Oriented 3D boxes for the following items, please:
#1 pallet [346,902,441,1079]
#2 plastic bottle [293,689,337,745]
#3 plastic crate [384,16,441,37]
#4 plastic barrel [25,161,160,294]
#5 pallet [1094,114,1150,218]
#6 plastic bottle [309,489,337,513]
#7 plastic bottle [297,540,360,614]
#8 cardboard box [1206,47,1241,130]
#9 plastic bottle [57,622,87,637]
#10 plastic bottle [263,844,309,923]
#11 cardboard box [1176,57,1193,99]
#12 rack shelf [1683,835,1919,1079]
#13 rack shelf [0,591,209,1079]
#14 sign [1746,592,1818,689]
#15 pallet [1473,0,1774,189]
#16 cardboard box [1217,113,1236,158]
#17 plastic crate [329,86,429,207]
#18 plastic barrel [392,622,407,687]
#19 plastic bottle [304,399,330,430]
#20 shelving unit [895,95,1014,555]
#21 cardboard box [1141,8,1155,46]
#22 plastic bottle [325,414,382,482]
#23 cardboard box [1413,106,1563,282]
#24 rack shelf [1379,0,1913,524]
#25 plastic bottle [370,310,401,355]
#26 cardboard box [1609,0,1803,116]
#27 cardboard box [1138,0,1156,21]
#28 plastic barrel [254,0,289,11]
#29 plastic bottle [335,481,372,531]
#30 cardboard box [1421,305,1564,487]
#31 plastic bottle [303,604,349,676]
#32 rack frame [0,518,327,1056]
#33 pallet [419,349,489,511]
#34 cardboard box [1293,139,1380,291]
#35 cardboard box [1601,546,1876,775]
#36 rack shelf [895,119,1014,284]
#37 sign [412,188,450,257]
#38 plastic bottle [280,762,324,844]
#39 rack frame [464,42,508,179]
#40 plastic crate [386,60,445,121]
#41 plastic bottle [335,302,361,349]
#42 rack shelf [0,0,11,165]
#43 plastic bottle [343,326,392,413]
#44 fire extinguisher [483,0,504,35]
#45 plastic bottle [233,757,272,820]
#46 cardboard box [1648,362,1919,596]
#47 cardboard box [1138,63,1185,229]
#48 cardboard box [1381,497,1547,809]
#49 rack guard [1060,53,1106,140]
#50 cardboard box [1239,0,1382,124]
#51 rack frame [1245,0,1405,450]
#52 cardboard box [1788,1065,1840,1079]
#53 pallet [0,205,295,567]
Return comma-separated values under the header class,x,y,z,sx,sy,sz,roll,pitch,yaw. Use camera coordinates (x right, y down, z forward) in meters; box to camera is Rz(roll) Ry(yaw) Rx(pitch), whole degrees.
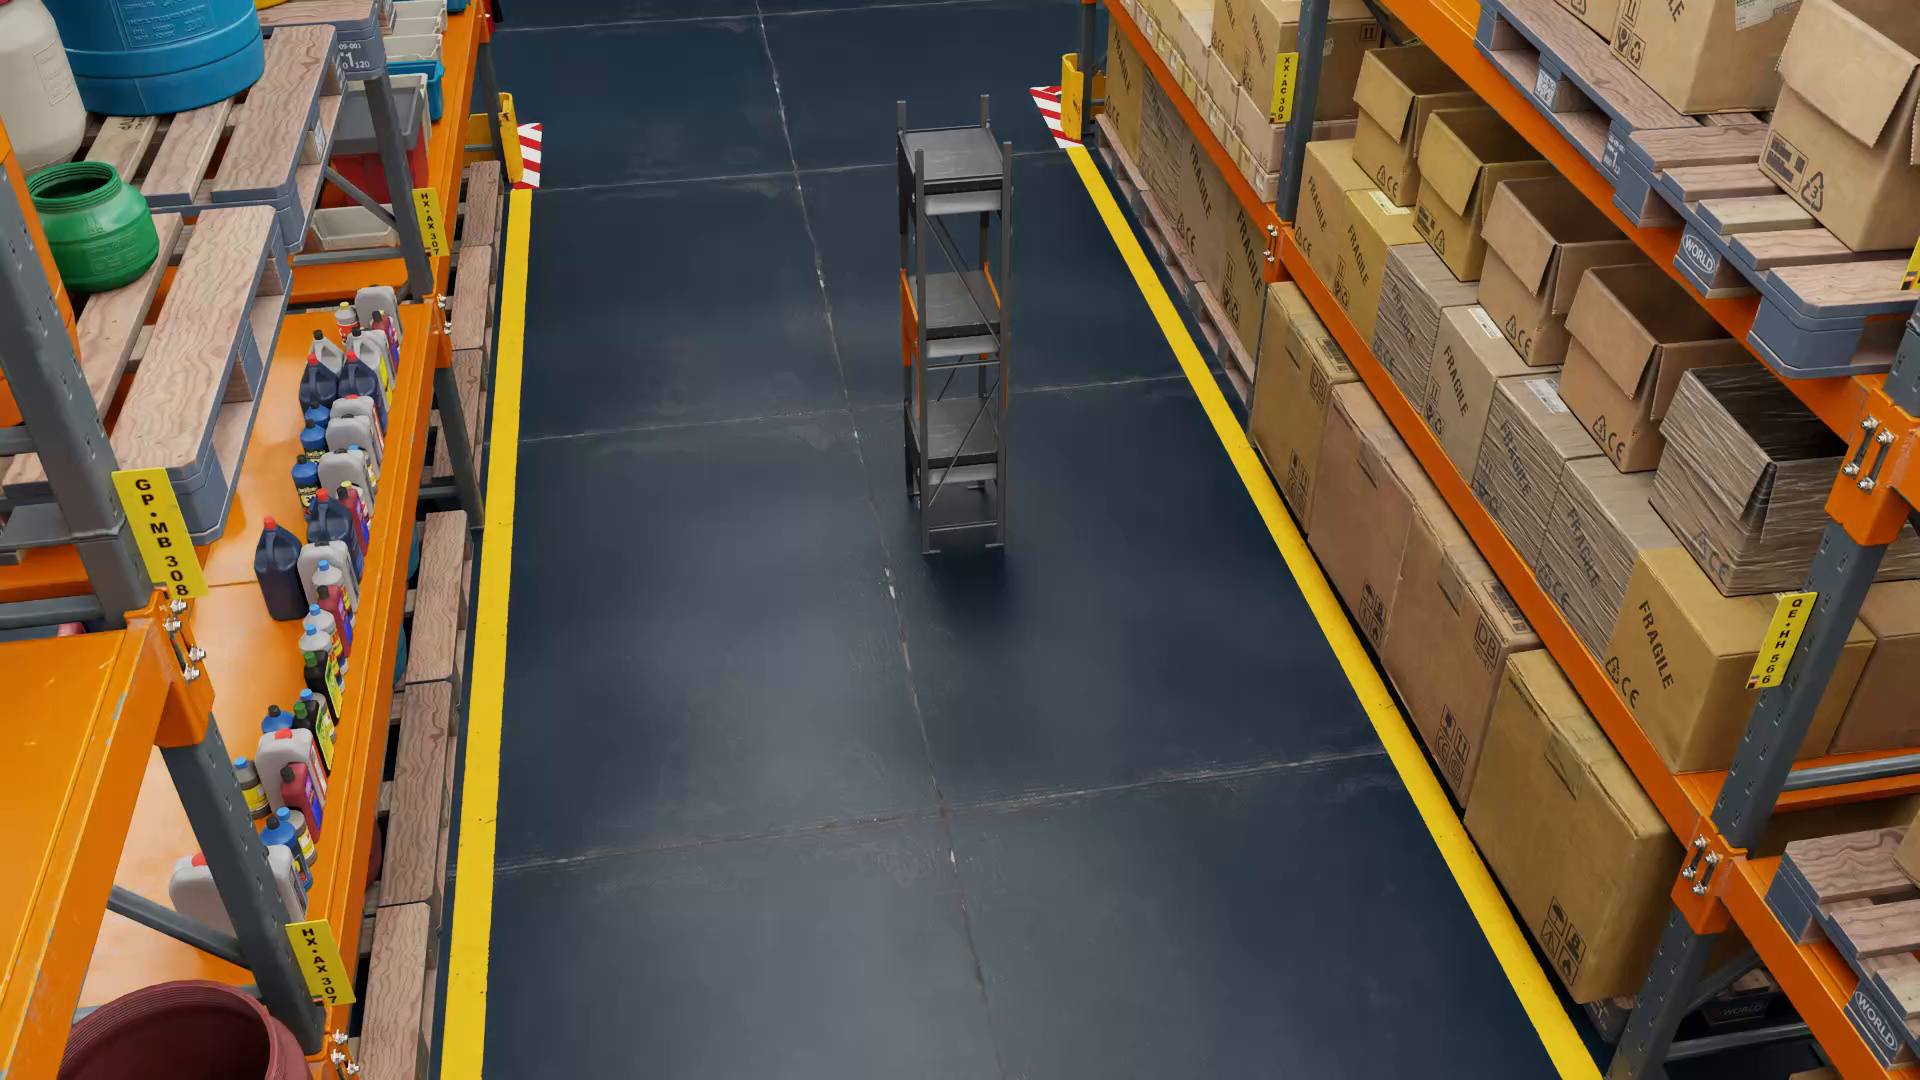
class,x,y,z,sx,sy,sz,roll,pitch,yaw
pallet,-2.330,1.828,5.625,1.003,0.211,1.213,-6,38,-8
plastic bottle,-2.007,0.548,5.162,0.097,0.201,0.097,0,38,0
plastic crate,-3.196,-2.904,9.608,0.396,0.136,0.243,-6,38,-8
plastic barrel,-2.111,-0.755,4.017,0.294,0.245,0.294,0,38,0
pallet,1.540,-2.591,11.313,1.003,0.211,1.213,-6,38,-8
plastic bottle,-2.238,-0.063,5.891,0.097,0.271,0.097,0,38,0
plastic bottle,-2.152,0.114,5.660,0.152,0.276,0.135,-6,38,-8
cardboard box,1.595,-2.359,8.622,0.500,0.250,0.500,-5,38,-7
plastic bottle,-2.843,0.356,5.342,0.061,0.283,0.133,-6,38,-8
plastic bottle,-1.909,0.951,4.582,0.152,0.276,0.135,-6,38,-8
cardboard box,1.422,-2.576,9.226,0.380,0.149,0.250,-7,38,-9
rack shelf,3.076,2.158,3.514,1.077,0.370,4.000,-6,38,-8
rack shelf,-1.801,1.506,1.908,1.077,0.370,4.000,-6,38,-8
sign,2.179,0.270,4.414,0.100,0.325,0.005,-6,38,-8
pallet,2.361,-1.503,5.348,1.003,0.211,1.213,-5,38,-6
cardboard box,1.558,-2.111,8.626,0.380,0.149,0.250,-7,38,-9
plastic crate,-2.762,-1.833,7.963,0.402,0.464,0.583,-6,38,-8
plastic barrel,-2.650,0.203,6.811,0.600,0.901,0.708,-6,38,-8
plastic bottle,-2.432,-0.414,6.342,0.097,0.271,0.097,0,38,0
shelving unit,-0.029,-0.929,7.634,0.431,2.100,0.503,-6,38,-8
cardboard box,1.288,-3.041,9.824,0.380,0.149,0.250,-7,38,-8
plastic bottle,-2.289,-0.359,6.268,0.152,0.276,0.135,-6,38,-8
cardboard box,2.253,-1.385,6.589,0.797,0.503,0.637,-6,38,-7
rack shelf,2.374,-1.443,5.703,1.077,0.370,4.000,-6,38,-8
plastic bottle,-2.418,-0.869,6.985,0.097,0.201,0.097,0,38,0
cardboard box,2.309,-1.597,4.892,0.500,0.500,0.500,-4,38,-6
cardboard box,1.323,-3.288,9.818,0.500,0.250,0.500,-7,38,-9
plastic barrel,-2.493,-2.113,5.484,0.600,0.588,0.600,0,38,0
plastic bottle,-2.201,-0.122,6.024,0.097,0.201,0.097,0,38,0
cardboard box,2.130,-0.568,6.354,0.500,0.500,0.500,-6,38,-7
plastic bottle,-2.064,0.322,5.396,0.097,0.271,0.097,0,38,0
rack frame,-2.151,1.198,4.162,1.000,3.000,0.127,-6,38,-8
pallet,-3.020,-0.556,8.694,1.003,0.211,1.213,-6,38,-8
cardboard box,1.858,-1.485,7.535,0.500,0.500,0.500,-6,38,-8
cardboard box,2.395,0.355,5.167,0.500,0.500,0.500,-5,38,-7
rack shelf,-0.029,-1.471,7.213,0.431,0.518,0.480,-6,38,-8
sign,-2.311,-1.385,7.262,0.100,0.325,0.005,-6,38,-8
plastic bottle,-1.922,0.745,4.841,0.061,0.283,0.133,-6,38,-8
rack frame,-3.554,-3.634,10.382,1.000,3.000,0.127,-6,38,-8
plastic crate,-2.941,-2.378,8.854,0.416,0.233,0.300,-6,38,-8
plastic bottle,-2.585,-0.911,7.040,0.097,0.201,0.097,0,38,0
rack shelf,-2.502,-1.937,4.220,1.077,0.370,4.000,-6,38,-8
plastic bottle,-2.369,-0.678,6.618,0.144,0.351,0.185,-6,38,-8
fire extinguisher,-3.133,-3.596,10.700,0.296,0.674,0.183,-6,38,-8
plastic bottle,-2.109,0.726,4.932,0.097,0.201,0.097,0,38,0
cardboard box,2.613,-0.213,5.080,0.797,0.503,0.637,-5,38,-6
cardboard box,1.673,-2.566,10.397,0.875,0.875,0.875,-6,38,-8
cardboard box,2.476,0.381,6.605,1.225,0.875,0.875,-6,38,-8
rack guard,1.318,-3.194,11.853,1.175,0.500,0.348,-6,38,-8
cardboard box,1.680,-2.354,8.003,0.500,0.500,0.500,-5,38,-7
rack frame,2.024,-1.750,7.958,1.000,3.000,0.127,-6,38,-8
cardboard box,2.862,1.882,4.962,0.700,0.500,0.500,-8,39,-10
pallet,-2.189,-0.384,3.908,1.003,0.211,1.213,-6,38,-8
